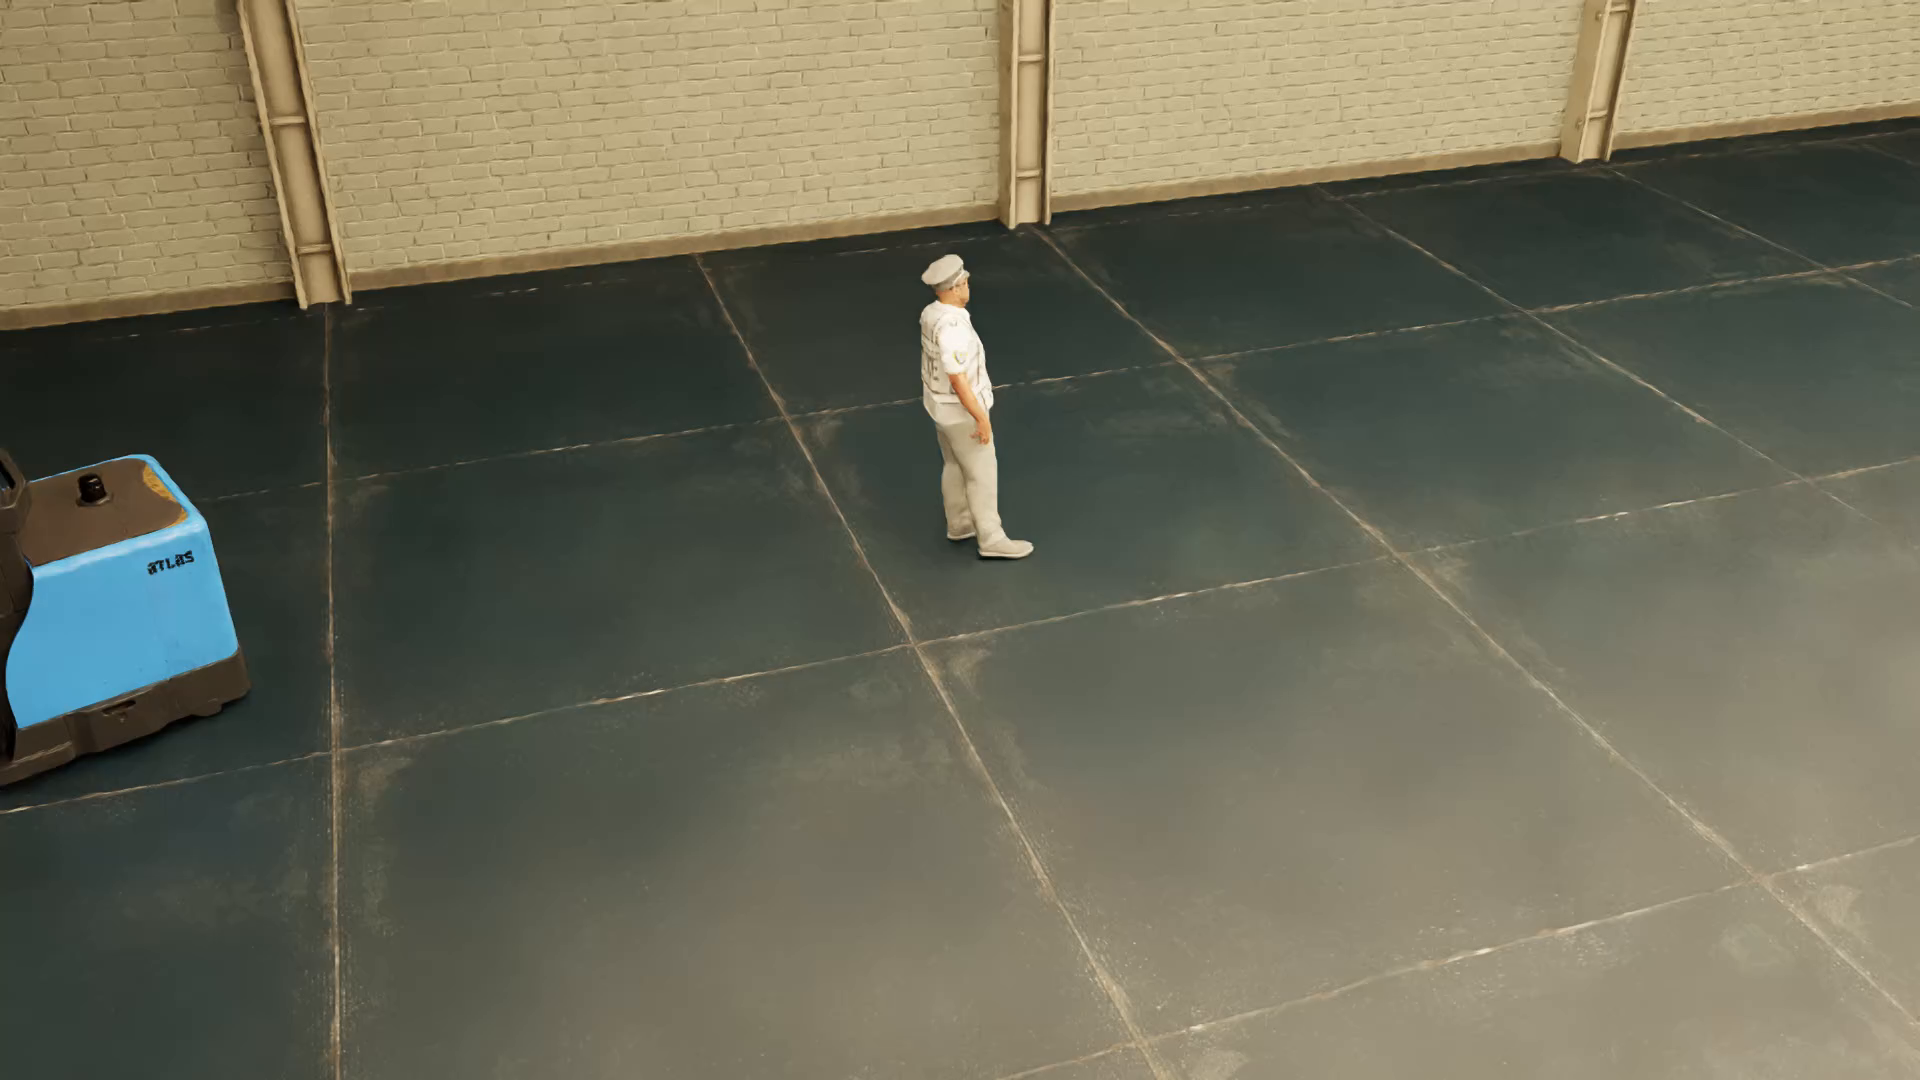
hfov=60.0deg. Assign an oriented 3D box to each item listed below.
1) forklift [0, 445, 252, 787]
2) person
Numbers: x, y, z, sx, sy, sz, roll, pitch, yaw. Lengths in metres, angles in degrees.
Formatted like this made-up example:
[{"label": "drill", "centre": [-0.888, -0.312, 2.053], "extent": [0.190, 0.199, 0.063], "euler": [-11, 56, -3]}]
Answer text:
[{"label": "forklift", "centre": [-5.116, -0.166, 7.376], "extent": [3.031, 2.935, 1.130], "euler": [-22, 36, -33]}, {"label": "person", "centre": [0.078, -0.785, 9.590], "extent": [0.574, 1.778, 0.640], "euler": [-10, 31, -16]}]
